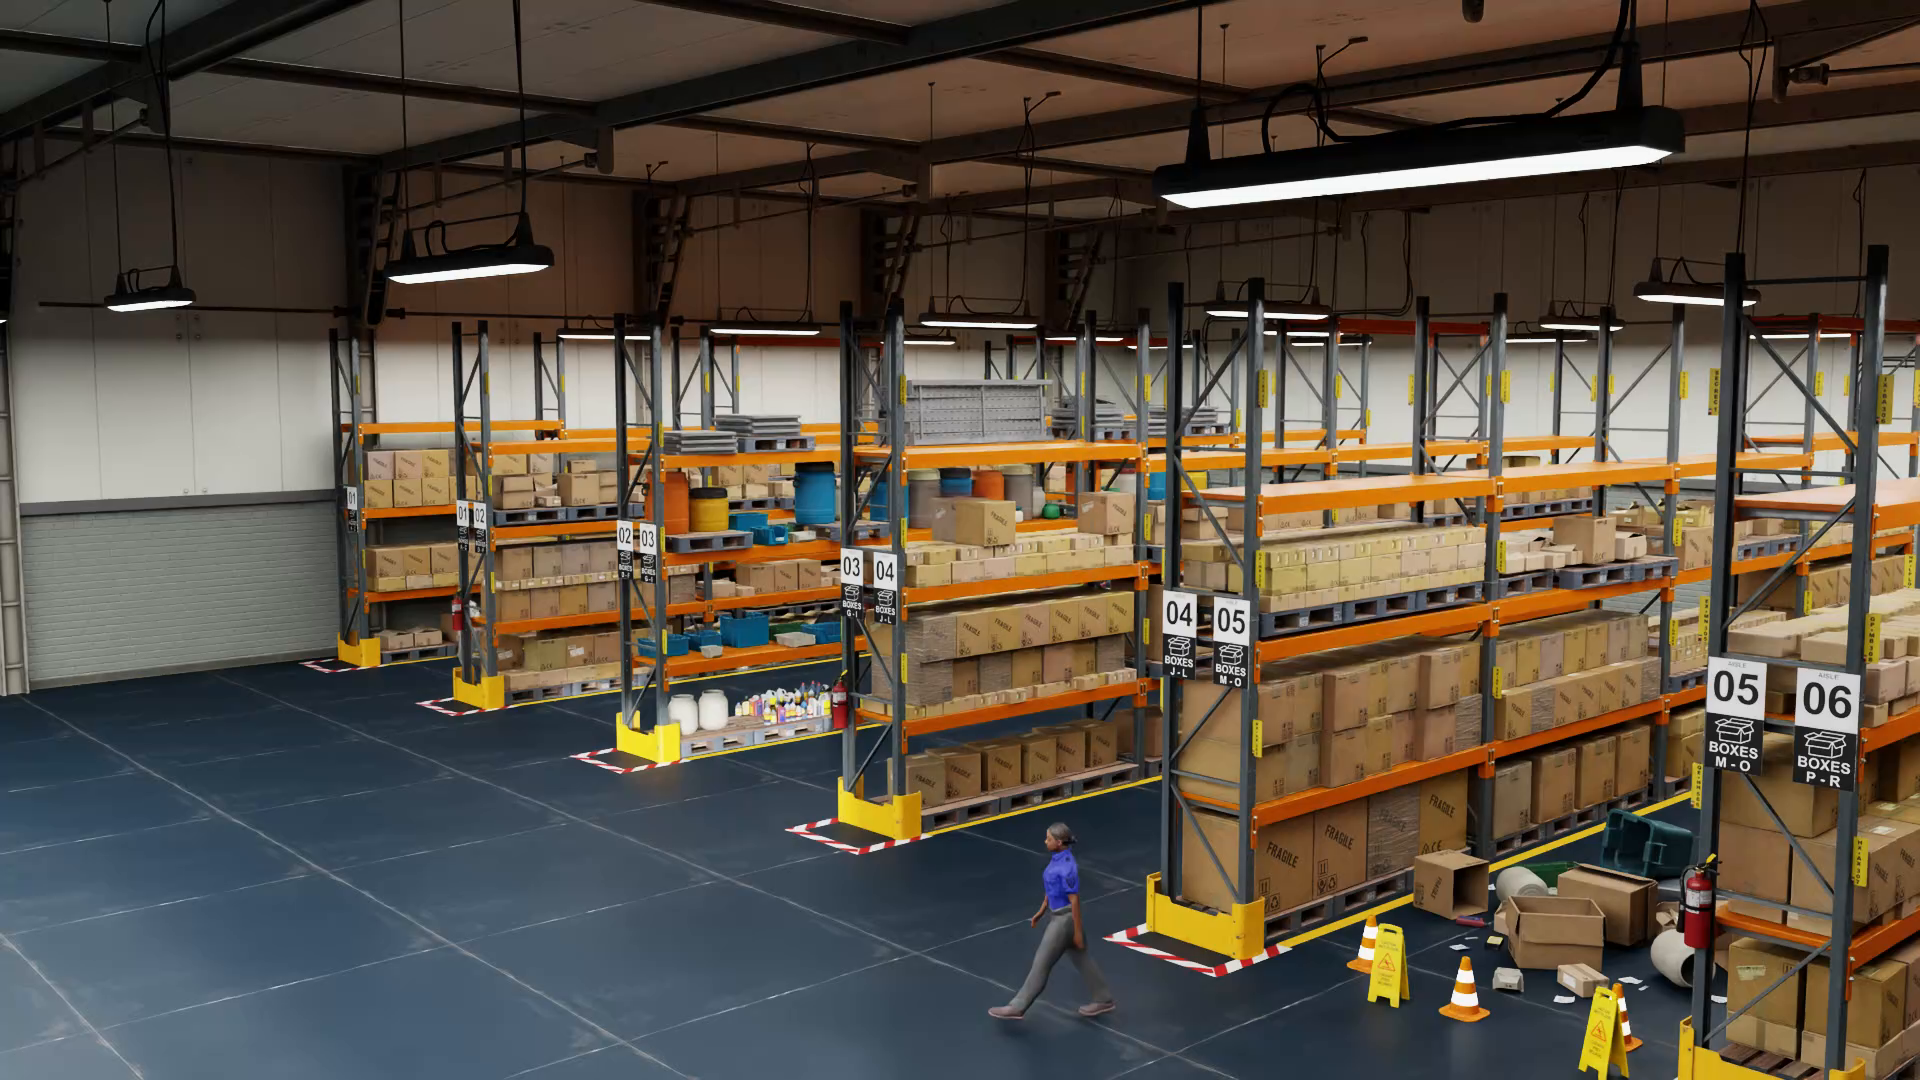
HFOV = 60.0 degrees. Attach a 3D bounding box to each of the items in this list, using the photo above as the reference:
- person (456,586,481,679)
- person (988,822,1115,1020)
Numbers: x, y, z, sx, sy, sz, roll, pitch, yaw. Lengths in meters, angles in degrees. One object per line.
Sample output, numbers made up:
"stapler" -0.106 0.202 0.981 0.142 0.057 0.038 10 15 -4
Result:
"person" -8.236 1.580 28.090 0.549 1.660 0.583 -5 8 -42
"person" 0.741 3.037 13.312 1.019 1.601 0.474 0 6 2
